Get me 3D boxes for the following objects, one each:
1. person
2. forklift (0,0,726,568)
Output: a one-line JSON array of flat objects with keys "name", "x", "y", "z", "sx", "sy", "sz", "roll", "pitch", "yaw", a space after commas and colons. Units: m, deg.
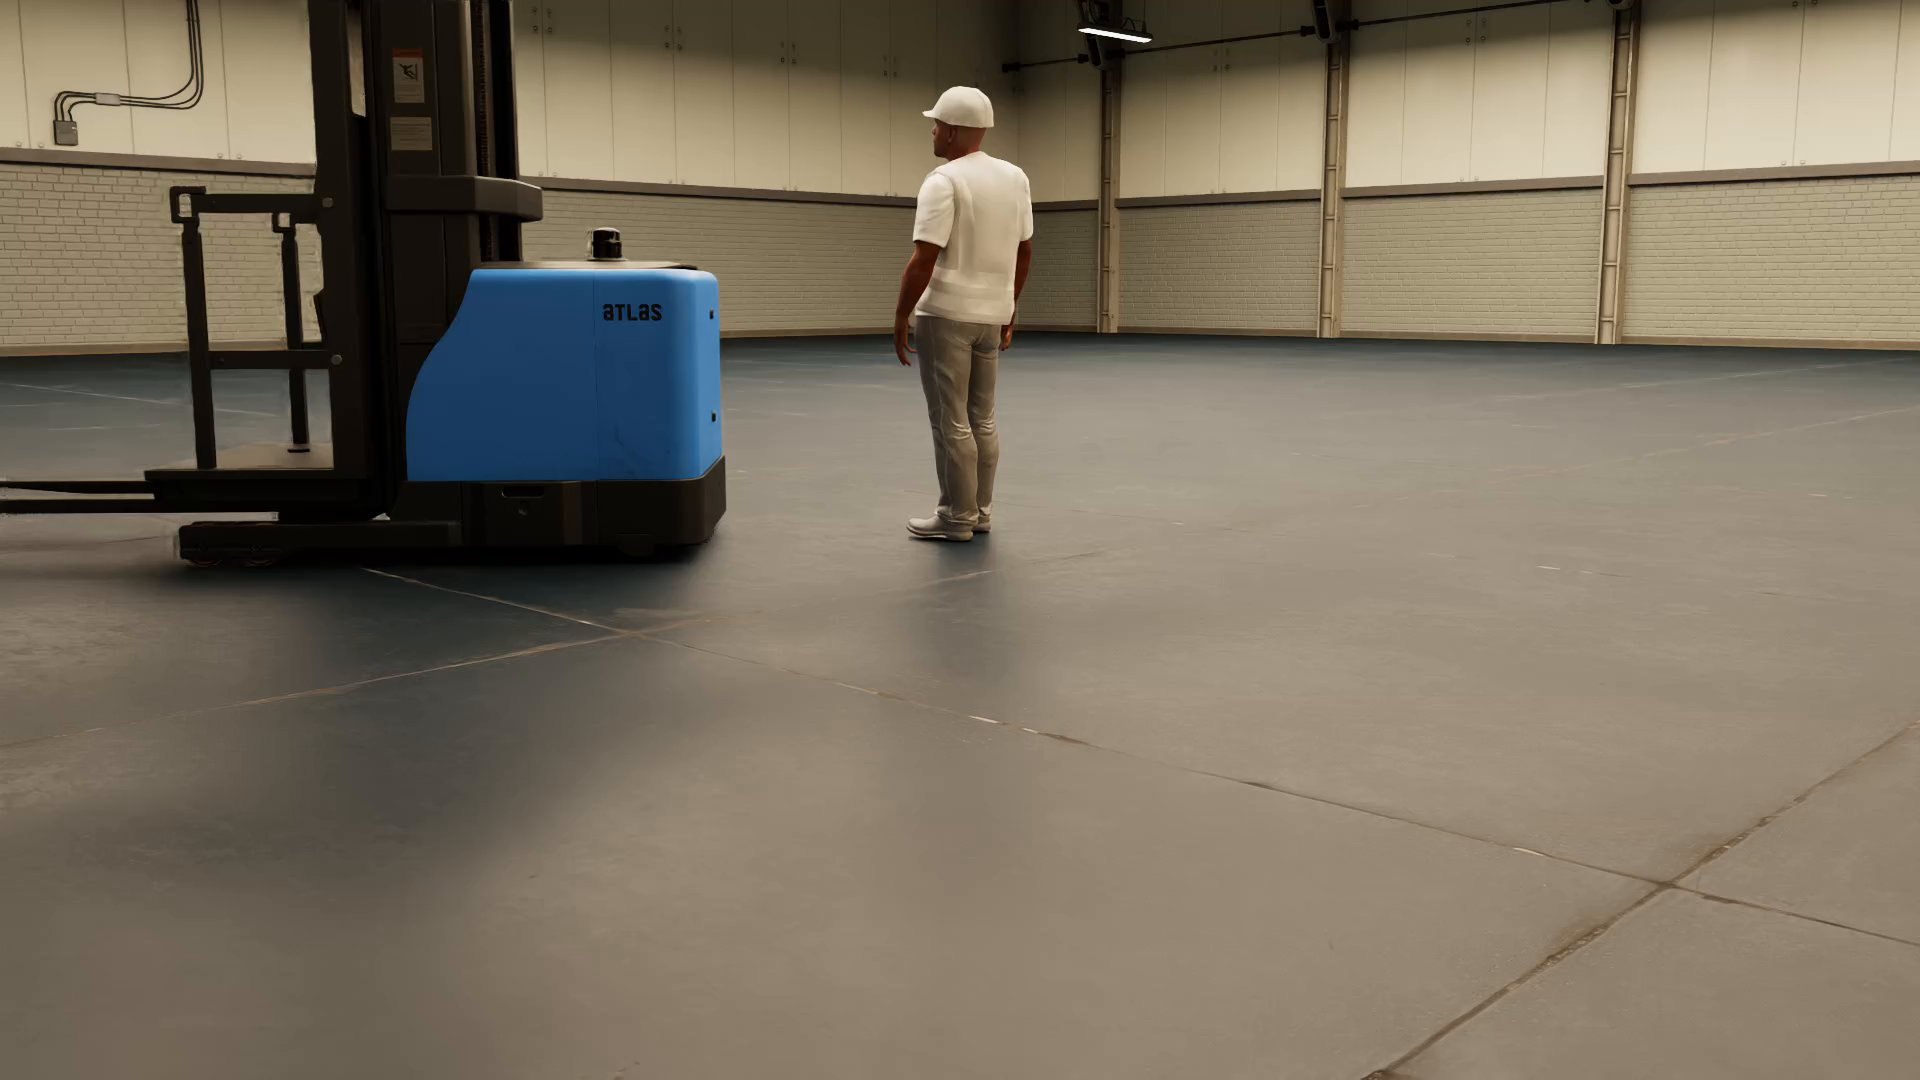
[{"name": "person", "x": -0.047, "y": -0.888, "z": 6.637, "sx": 0.575, "sy": 1.768, "sz": 0.665, "roll": 8, "pitch": 12, "yaw": 43}, {"name": "forklift", "x": -2.486, "y": -1.429, "z": 6.362, "sx": 3.031, "sy": 2.935, "sz": 1.130, "roll": 0, "pitch": 9, "yaw": -3}]
